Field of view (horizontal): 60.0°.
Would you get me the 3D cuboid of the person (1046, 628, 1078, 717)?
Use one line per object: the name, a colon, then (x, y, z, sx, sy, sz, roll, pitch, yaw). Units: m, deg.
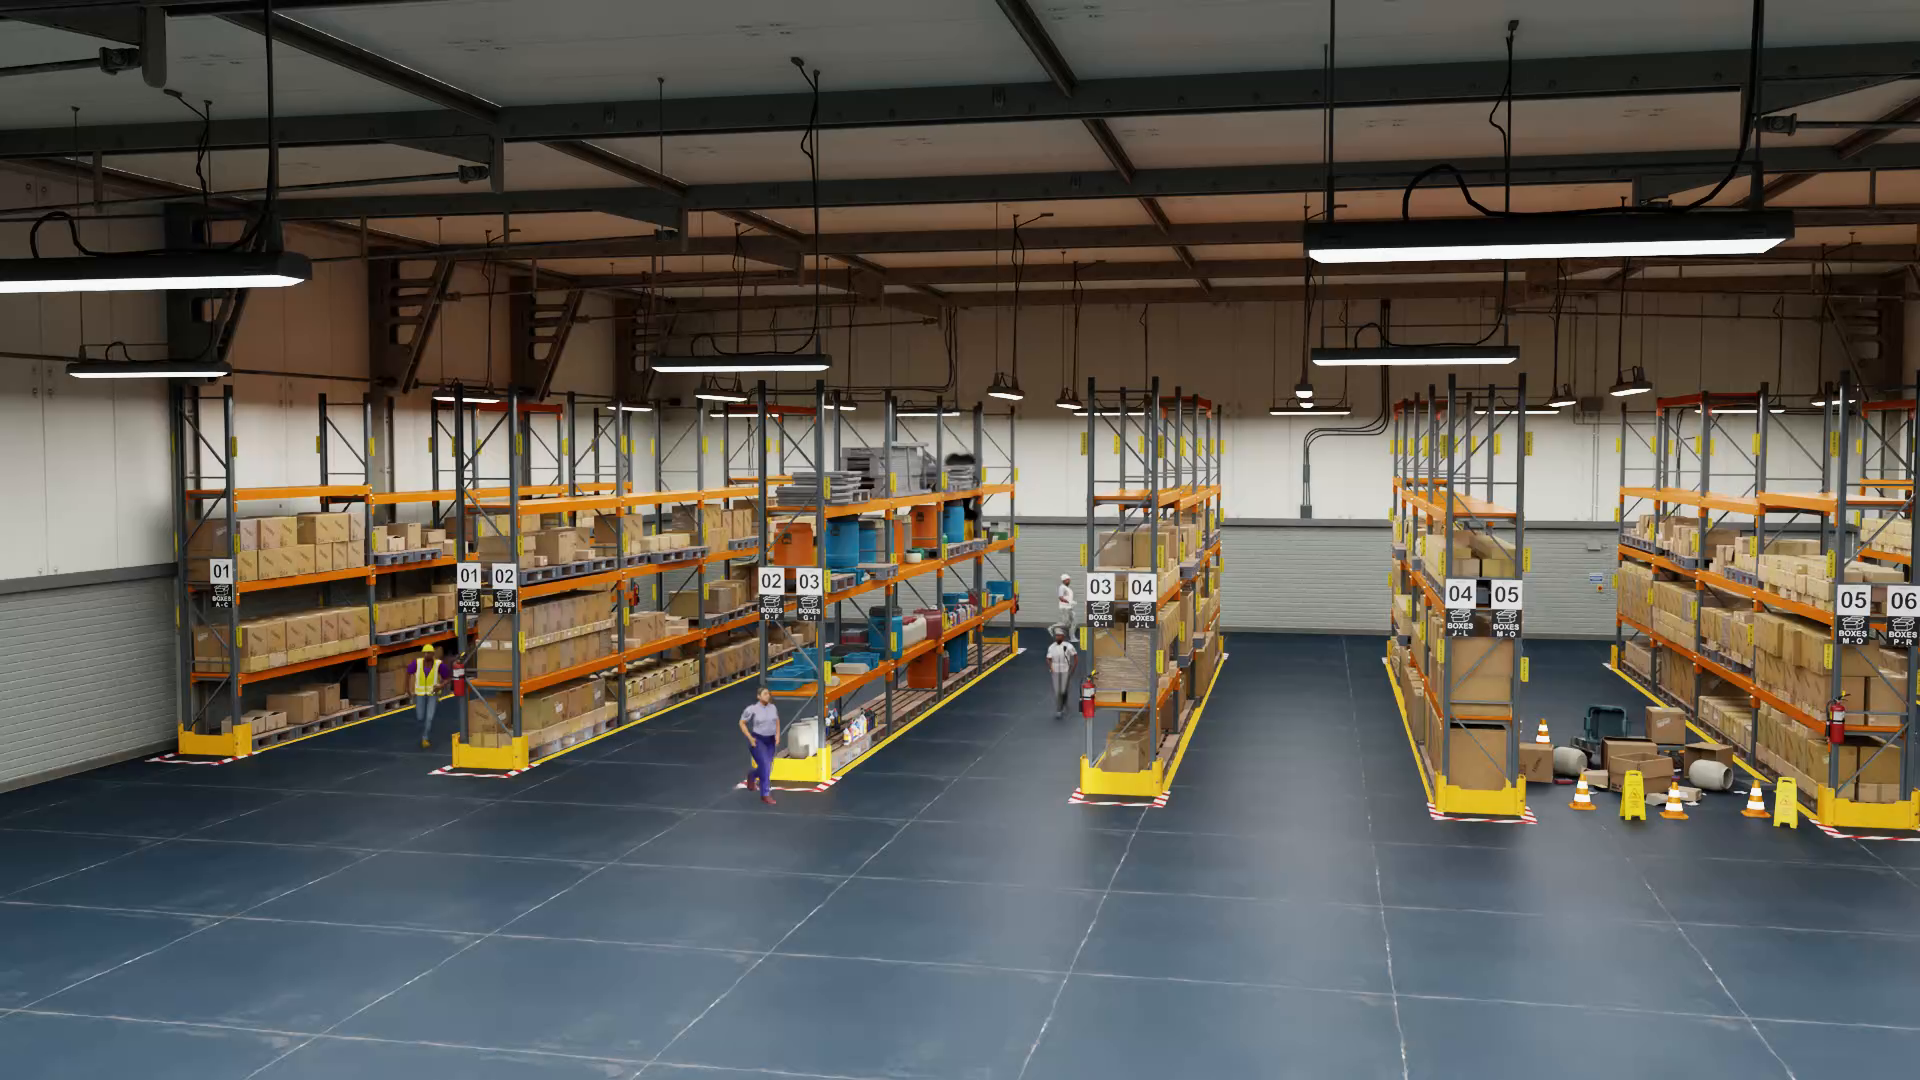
person: (1.863, 2.453, 30.743, 0.582, 1.661, 0.542, 1, 3, 16)

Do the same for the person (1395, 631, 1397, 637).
person: (10.613, 1.979, 39.668, 0.516, 1.639, 0.609, 1, 3, 9)

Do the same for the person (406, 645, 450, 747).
person: (-8.948, 2.600, 27.961, 0.741, 1.717, 0.698, 0, 3, -7)

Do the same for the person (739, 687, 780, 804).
person: (-2.802, 2.893, 23.574, 0.628, 1.633, 0.733, -3, 4, -42)

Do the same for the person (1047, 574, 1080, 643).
person: (2.681, 1.746, 42.421, 0.896, 1.762, 0.690, 1, 3, 18)
